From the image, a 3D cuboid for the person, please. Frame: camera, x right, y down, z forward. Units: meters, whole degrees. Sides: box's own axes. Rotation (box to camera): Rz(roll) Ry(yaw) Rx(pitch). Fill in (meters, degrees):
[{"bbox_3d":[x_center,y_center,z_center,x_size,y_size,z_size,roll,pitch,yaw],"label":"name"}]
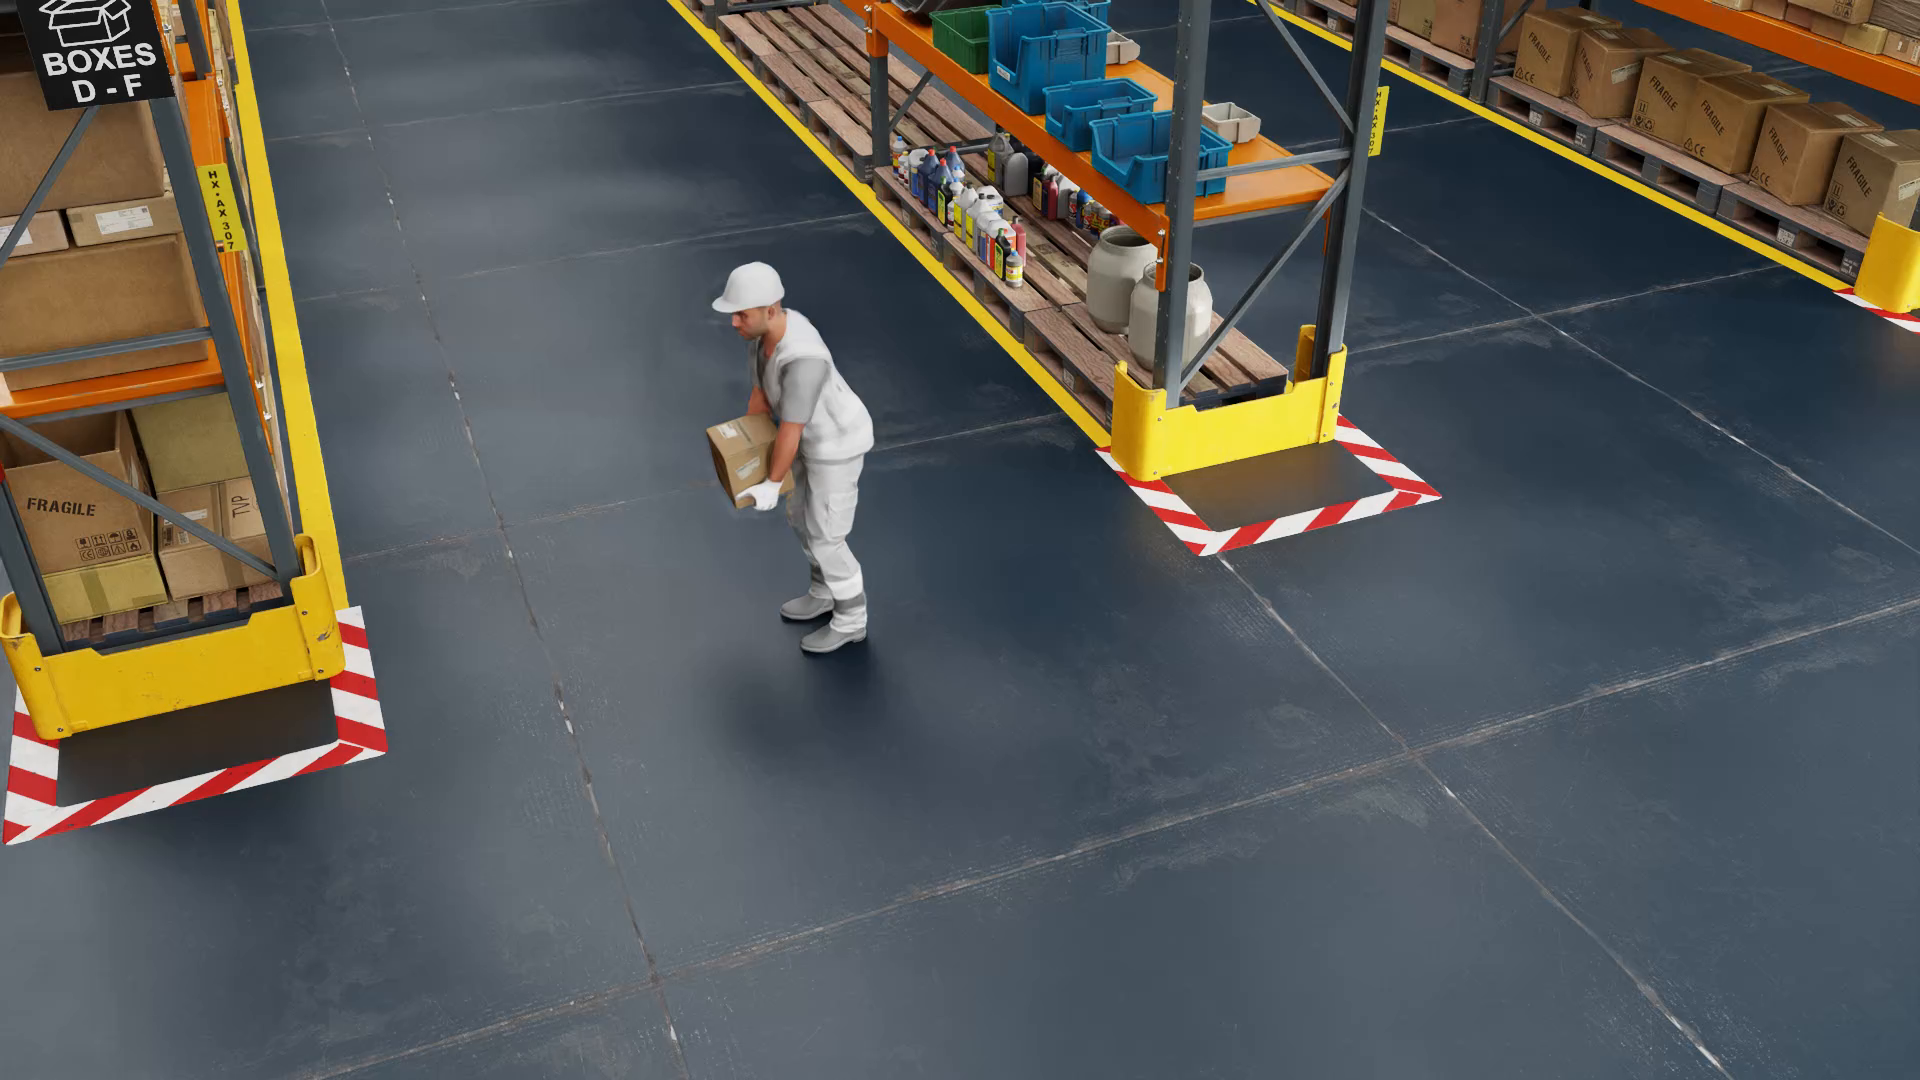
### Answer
[{"bbox_3d":[-0.649,-0.337,6.670,0.595,1.747,0.485,-14,36,-20],"label":"person"}]
